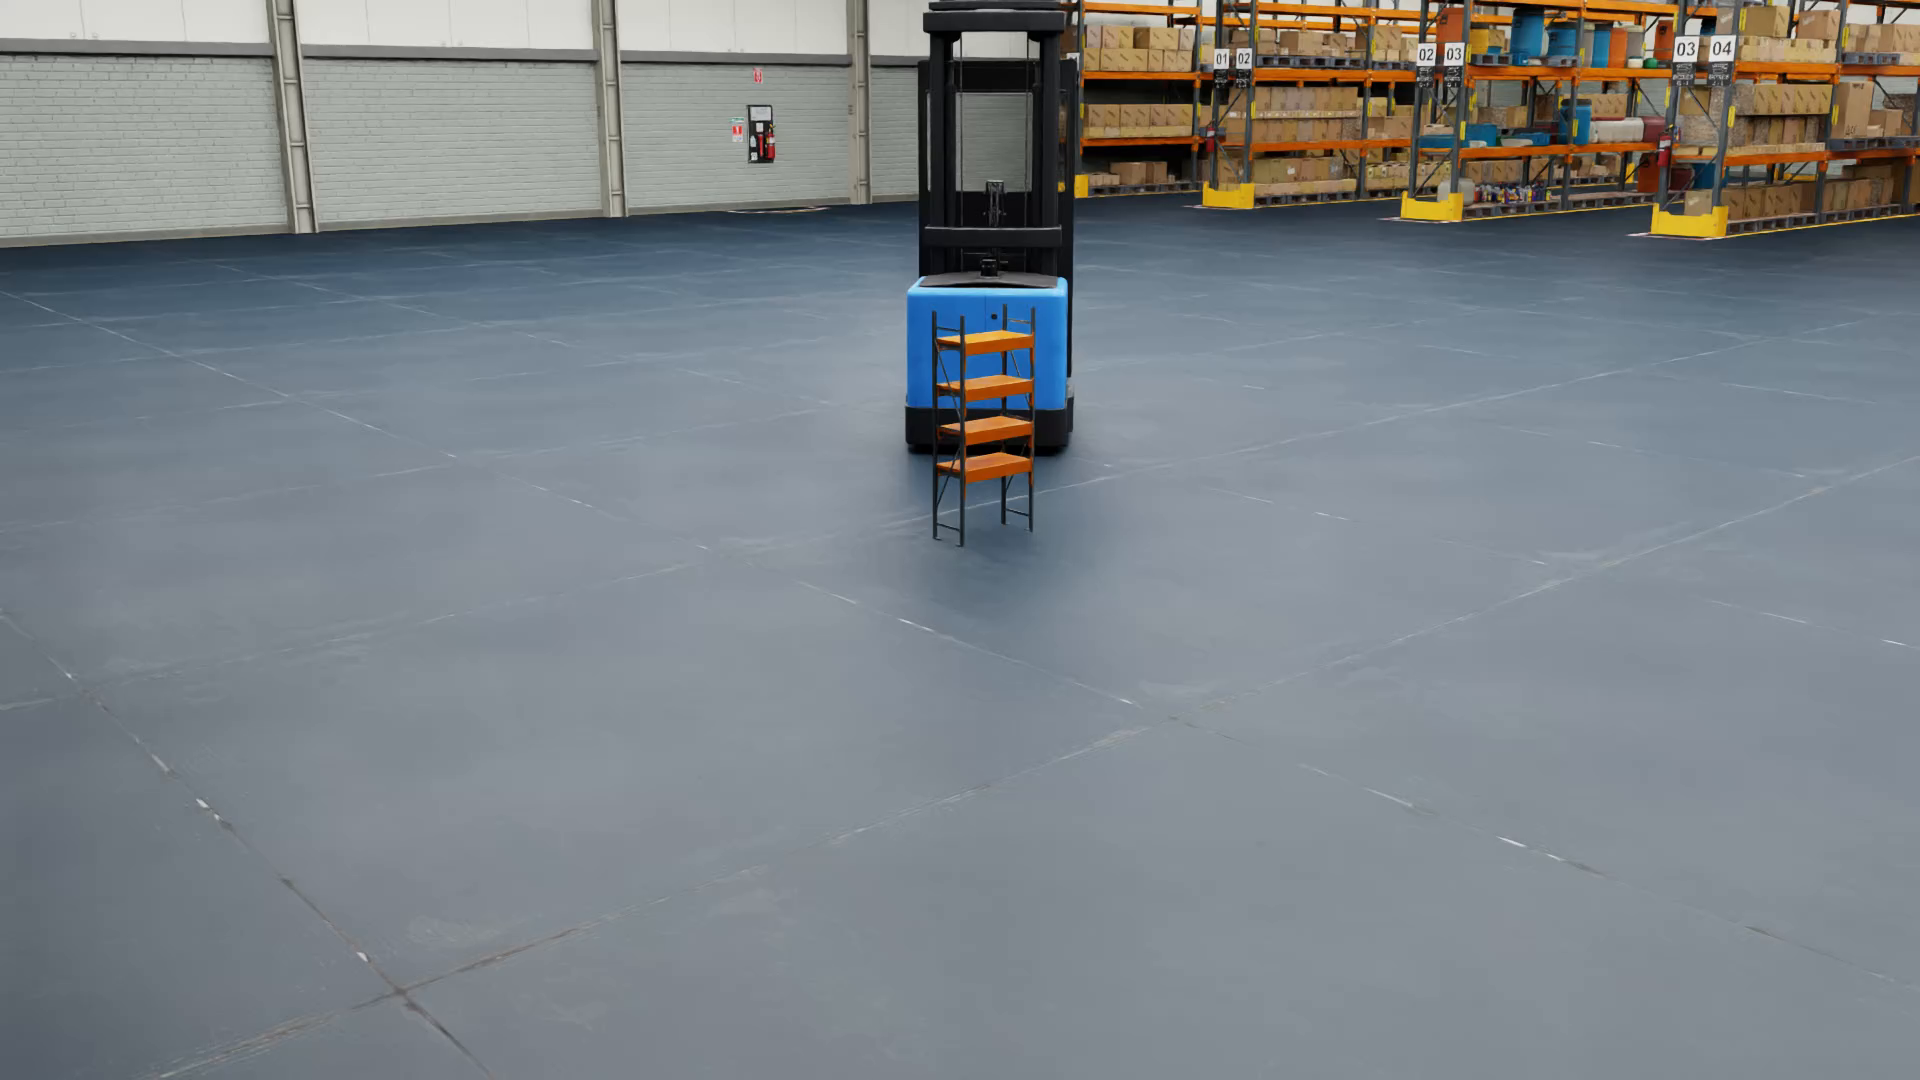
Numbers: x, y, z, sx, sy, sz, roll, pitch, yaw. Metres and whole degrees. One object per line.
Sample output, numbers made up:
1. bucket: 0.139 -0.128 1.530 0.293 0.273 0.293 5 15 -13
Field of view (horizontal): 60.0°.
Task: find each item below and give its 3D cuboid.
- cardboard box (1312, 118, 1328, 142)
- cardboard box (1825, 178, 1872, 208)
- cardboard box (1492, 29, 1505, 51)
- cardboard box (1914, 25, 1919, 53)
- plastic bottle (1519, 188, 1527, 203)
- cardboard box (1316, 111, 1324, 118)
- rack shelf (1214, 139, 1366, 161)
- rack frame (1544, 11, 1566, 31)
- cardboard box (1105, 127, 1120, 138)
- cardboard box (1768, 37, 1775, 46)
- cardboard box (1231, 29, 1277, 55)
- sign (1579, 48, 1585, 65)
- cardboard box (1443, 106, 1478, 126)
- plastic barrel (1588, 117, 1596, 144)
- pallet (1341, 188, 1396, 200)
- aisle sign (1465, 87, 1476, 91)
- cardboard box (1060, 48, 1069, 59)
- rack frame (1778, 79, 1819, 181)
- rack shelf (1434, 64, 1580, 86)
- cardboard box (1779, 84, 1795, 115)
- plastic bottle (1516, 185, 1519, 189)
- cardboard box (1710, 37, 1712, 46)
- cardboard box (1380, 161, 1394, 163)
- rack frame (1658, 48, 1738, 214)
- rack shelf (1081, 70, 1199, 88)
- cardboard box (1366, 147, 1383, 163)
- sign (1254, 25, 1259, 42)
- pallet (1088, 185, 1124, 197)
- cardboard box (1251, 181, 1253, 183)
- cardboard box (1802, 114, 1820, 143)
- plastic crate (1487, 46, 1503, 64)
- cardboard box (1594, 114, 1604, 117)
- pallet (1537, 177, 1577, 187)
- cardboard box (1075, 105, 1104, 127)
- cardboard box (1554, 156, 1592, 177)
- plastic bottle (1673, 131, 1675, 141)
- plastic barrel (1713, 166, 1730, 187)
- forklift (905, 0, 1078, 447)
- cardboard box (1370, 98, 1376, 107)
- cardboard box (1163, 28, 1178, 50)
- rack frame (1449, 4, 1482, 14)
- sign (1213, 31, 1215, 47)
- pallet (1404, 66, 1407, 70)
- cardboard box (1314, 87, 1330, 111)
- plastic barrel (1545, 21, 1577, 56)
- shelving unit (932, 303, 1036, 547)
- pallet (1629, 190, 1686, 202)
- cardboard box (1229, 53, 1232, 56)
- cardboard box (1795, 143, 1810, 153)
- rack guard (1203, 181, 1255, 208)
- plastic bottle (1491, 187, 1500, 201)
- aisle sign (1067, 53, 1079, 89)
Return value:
1. cardboard box: 7.585 -8.971 36.328 0.500 0.500 0.700 -12 19 -39
2. cardboard box: 16.882 -6.616 31.697 0.500 0.500 0.700 -11 18 -35
3. cardboard box: 12.811 -12.077 40.208 0.500 0.500 0.500 -13 19 -39
4. cardboard box: 18.012 -9.532 31.647 0.500 0.500 0.500 -12 19 -38
5. plastic bottle: 11.129 -6.826 32.919 0.135 0.276 0.152 -12 19 -38
6. cardboard box: 7.667 -9.233 36.052 0.250 0.149 0.380 -12 19 -38
7. rack shelf: 7.182 -8.487 36.106 4.000 0.370 1.077 -13 19 -39
8. rack frame: 14.725 -13.427 41.581 0.127 3.000 1.000 -13 19 -39
9. cardboard box: 3.377 -9.509 38.787 0.500 0.250 0.500 -13 20 -41
10. cardboard box: 13.339 -8.302 27.725 0.250 0.149 0.380 -13 20 -40
11. cardboard box: 6.109 -10.362 34.633 0.637 0.503 0.797 -11 18 -36
12. sign: 12.292 -9.553 32.873 0.005 0.325 0.100 -13 19 -39
13. cardboard box: 12.109 -10.231 40.233 0.700 0.500 0.500 8 17 28
14. plastic barrel: 12.805 -8.394 34.098 0.433 0.535 0.433 0 15 0
15. pallet: 9.221 -7.959 38.137 1.213 0.211 1.003 -13 19 -39
16. aisle sign: 14.740 -13.380 47.992 0.004 0.787 0.394 -13 19 -39
17. cardboard box: 2.567 -11.087 38.399 0.500 0.500 0.500 -11 18 -35
18. rack frame: 20.992 -10.242 41.279 0.127 3.000 1.000 -13 19 -39
19. rack shelf: 10.430 -8.972 32.106 4.000 0.370 1.077 -13 19 -39
20. cardboard box: 13.898 -7.536 28.444 0.500 0.500 0.500 -13 19 -39
21. plastic bottle: 11.411 -7.135 34.082 0.097 0.271 0.097 0 15 0
22. cardboard box: 12.451 -8.265 27.586 0.250 0.149 0.380 -13 20 -41
23. cardboard box: 9.956 -8.701 38.941 0.500 0.311 0.500 -13 20 -40
24. rack frame: 12.173 -6.567 27.522 0.127 3.000 1.000 -13 19 -39
25. rack shelf: 3.927 -10.900 39.327 4.000 0.370 1.077 -13 19 -39
26. cardboard box: 11.066 -10.522 45.679 0.750 0.750 0.750 -12 19 -39
27. sign: 6.033 -10.297 33.826 0.005 0.325 0.100 -13 19 -39
28. pallet: 3.112 -8.256 39.250 1.213 0.211 1.003 -13 19 -39
29. cardboard box: 6.253 -7.606 35.927 0.500 0.250 0.500 -13 19 -39
30. cardboard box: 14.810 -7.372 29.768 0.500 0.500 0.875 -13 19 -39
31. plastic crate: 10.162 -9.354 32.176 0.575 0.384 0.392 -13 19 -39
32. cardboard box: 16.434 -10.869 43.433 0.500 0.500 0.500 -13 20 -40
33. pallet: 15.244 -9.298 43.150 1.213 0.211 1.003 -13 19 -39
34. cardboard box: 2.976 -9.782 38.356 0.500 0.500 0.500 -13 19 -39
35. cardboard box: 16.139 -9.855 43.816 0.637 0.503 0.797 -13 19 -39
36. plastic bottle: 15.495 -8.837 36.261 0.135 0.276 0.152 -13 19 -39
37. plastic barrel: 17.553 -8.664 38.627 0.708 0.901 0.600 -13 19 -39
38. forklift: 0.274 -2.350 11.869 1.130 2.935 3.031 1 15 4
39. cardboard box: 10.894 -11.843 45.013 0.500 0.250 0.500 -12 19 -38
40. cardboard box: 4.827 -11.895 39.485 0.500 0.500 0.500 -11 19 -36
41. rack frame: 14.488 -15.069 47.726 0.127 3.000 1.000 -13 19 -39
42. sign: 5.327 -10.443 34.658 0.005 0.325 0.100 -13 19 -39
43. pallet: 12.095 -13.036 46.099 1.213 0.211 1.003 -13 19 -39
44. cardboard box: 7.601 -9.602 36.177 0.500 0.500 0.700 -13 20 -39
45. plastic barrel: 12.180 -10.029 33.698 0.708 0.901 0.600 -13 19 -39
46. shelving unit: 0.125 -0.608 8.700 0.503 1.200 0.258 -13 19 -39
47. pallet: 15.524 -7.681 37.096 1.213 0.211 1.003 -13 19 -39
48. cardboard box: 6.365 -11.928 41.139 0.500 0.311 0.500 -12 19 -38
49. cardboard box: 14.683 -6.894 29.235 0.250 0.149 0.380 -13 19 -39
50. rack guard: 5.655 -7.284 35.052 0.348 0.500 1.175 -13 19 -39
51. plastic bottle: 10.711 -6.921 33.273 0.135 0.276 0.152 -13 19 -39
52. aisle sign: 2.561 -10.645 37.753 0.004 0.787 0.394 -13 19 -39
